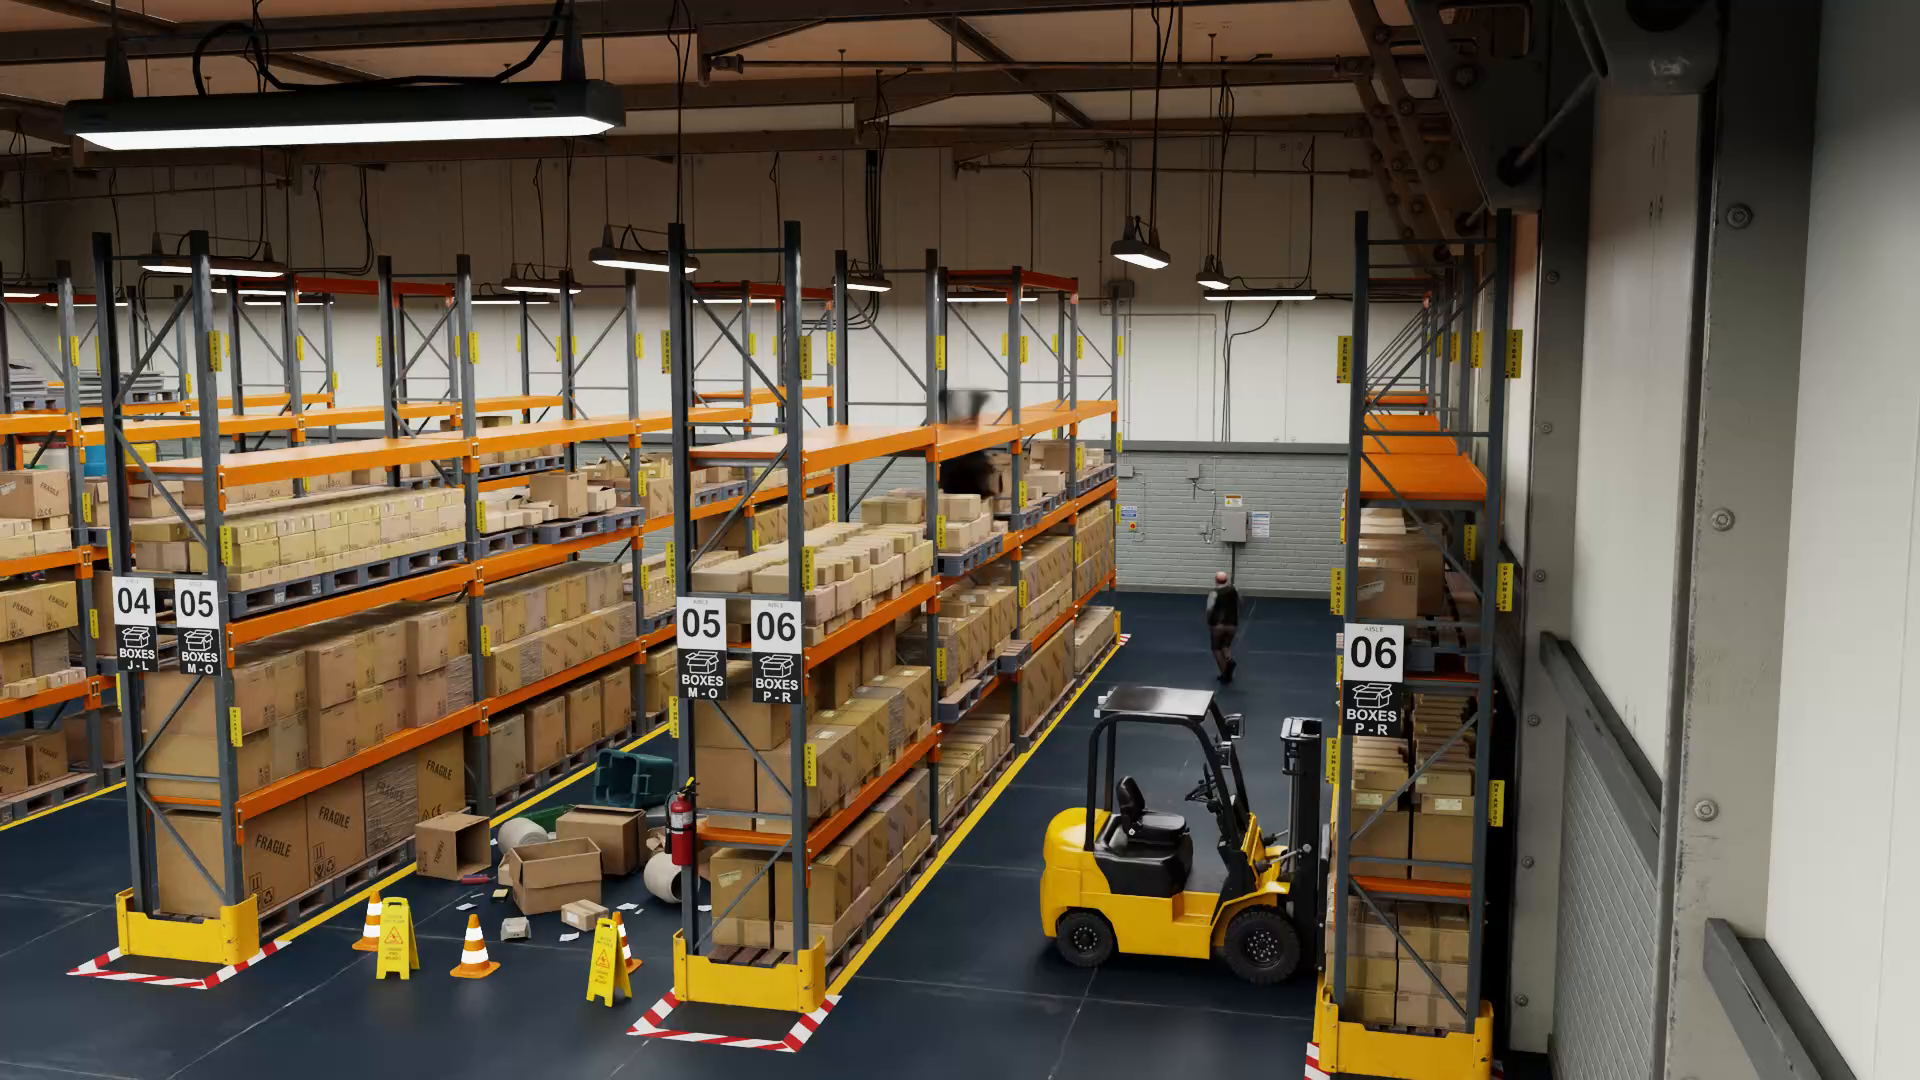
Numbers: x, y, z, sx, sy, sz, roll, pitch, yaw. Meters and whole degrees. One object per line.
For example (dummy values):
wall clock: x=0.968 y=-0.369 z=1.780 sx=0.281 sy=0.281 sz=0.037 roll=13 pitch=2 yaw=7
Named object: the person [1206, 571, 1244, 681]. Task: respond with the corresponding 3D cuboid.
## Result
person: x=3.991 y=1.308 z=24.984 sx=0.654 sy=1.665 sz=0.557 roll=-2 pitch=7 yaw=-16
